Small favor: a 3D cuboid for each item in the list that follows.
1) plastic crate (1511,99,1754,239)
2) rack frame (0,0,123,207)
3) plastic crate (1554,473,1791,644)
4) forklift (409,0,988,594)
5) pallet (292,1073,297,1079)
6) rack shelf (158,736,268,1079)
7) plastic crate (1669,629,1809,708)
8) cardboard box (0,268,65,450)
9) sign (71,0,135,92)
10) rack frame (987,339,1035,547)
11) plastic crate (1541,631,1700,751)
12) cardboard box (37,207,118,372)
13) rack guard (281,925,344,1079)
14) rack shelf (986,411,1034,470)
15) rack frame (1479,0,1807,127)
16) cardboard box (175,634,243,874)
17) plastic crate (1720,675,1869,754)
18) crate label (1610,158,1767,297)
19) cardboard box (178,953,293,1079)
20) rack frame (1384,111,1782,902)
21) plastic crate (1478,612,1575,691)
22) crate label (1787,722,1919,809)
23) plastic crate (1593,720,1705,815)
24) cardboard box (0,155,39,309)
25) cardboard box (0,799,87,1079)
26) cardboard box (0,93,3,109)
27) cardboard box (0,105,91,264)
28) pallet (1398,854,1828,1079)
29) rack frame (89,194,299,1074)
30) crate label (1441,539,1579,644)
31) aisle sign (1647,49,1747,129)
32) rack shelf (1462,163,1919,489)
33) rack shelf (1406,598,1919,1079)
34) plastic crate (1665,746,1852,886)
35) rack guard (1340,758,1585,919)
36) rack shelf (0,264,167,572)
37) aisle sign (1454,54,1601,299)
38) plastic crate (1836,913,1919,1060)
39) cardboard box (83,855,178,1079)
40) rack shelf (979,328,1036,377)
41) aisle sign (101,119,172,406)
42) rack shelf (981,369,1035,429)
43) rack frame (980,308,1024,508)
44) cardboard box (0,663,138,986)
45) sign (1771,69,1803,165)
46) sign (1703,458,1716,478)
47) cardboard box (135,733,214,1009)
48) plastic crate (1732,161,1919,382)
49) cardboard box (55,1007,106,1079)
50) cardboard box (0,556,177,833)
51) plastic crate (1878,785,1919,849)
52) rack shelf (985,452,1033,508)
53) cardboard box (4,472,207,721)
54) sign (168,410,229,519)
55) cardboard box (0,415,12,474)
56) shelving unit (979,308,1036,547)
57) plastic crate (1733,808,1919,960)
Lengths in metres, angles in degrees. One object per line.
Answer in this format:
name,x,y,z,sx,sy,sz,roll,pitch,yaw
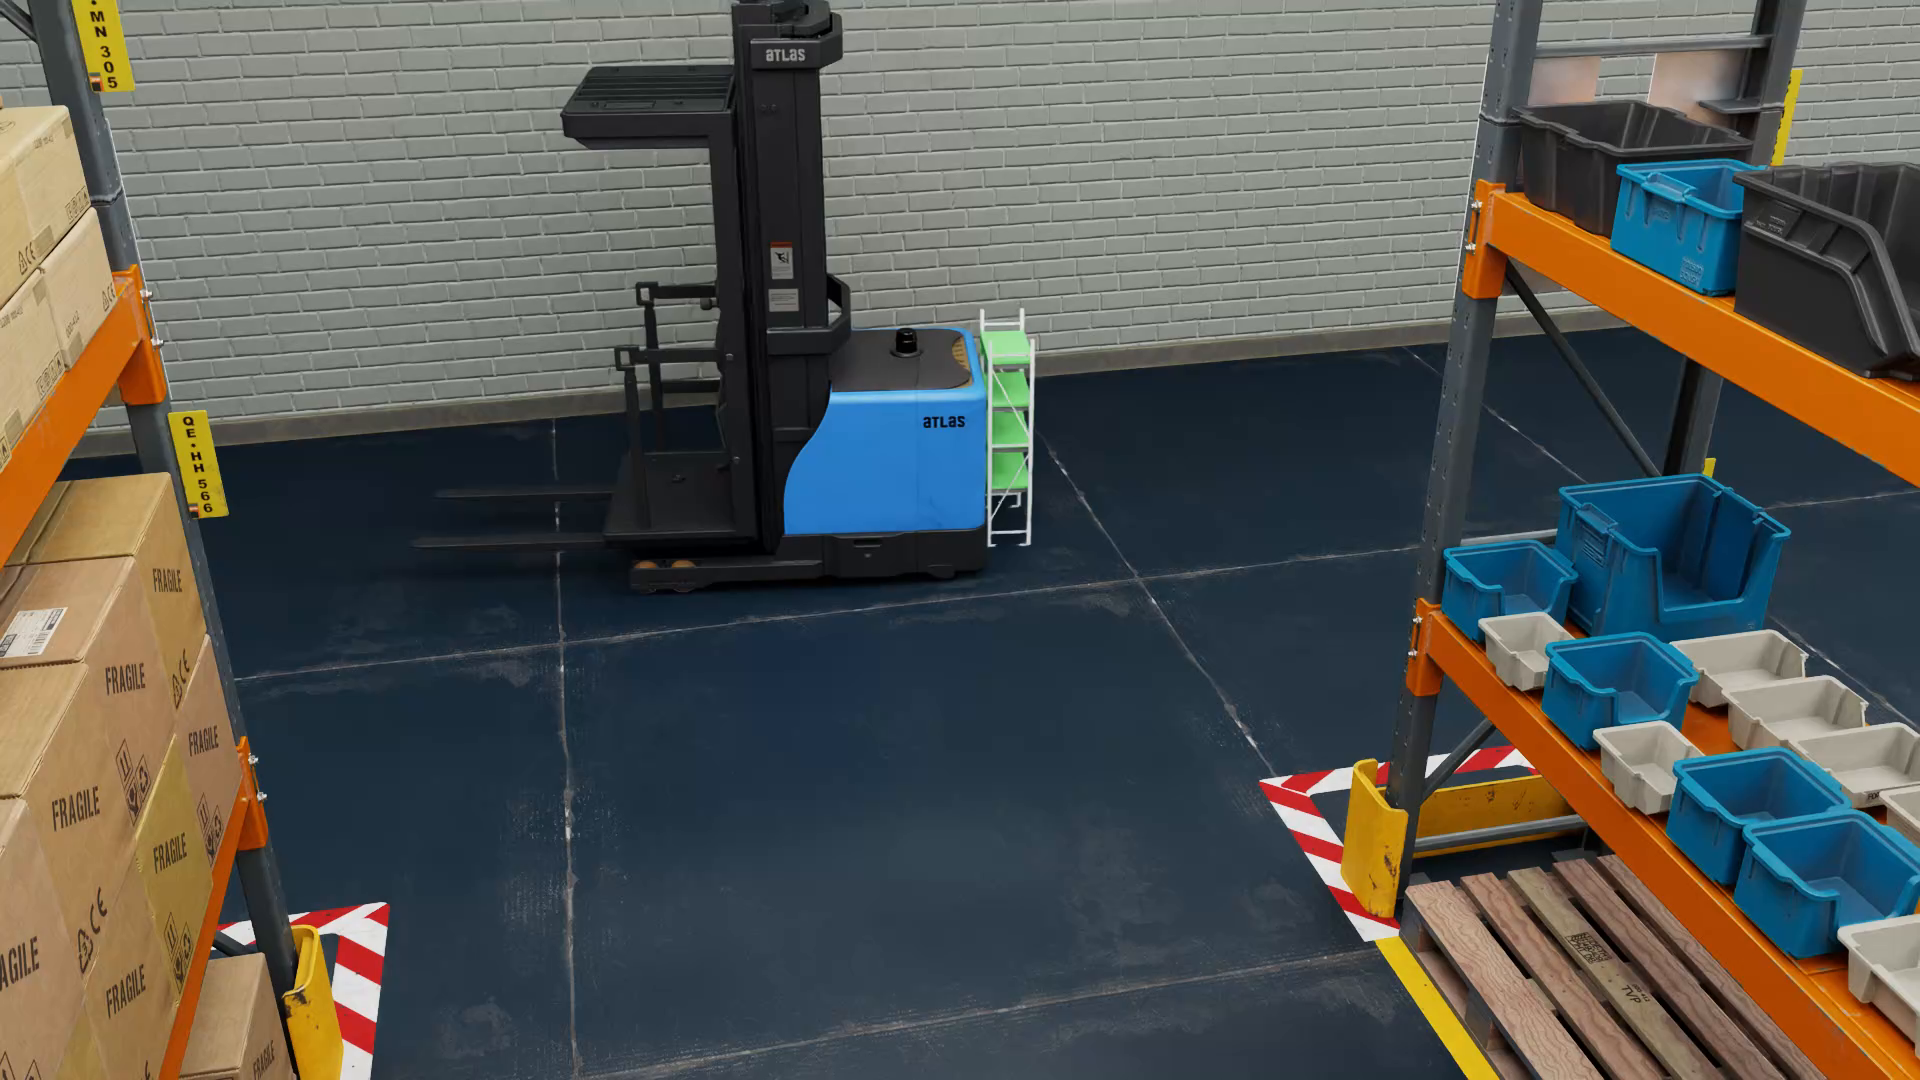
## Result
plastic crate,1.943,-1.091,4.898,0.497,0.269,0.590,-6,27,-12
rack frame,-2.699,-2.184,3.590,1.000,3.000,0.127,-6,27,-12
plastic crate,2.385,0.078,5.660,0.616,0.435,0.499,-6,27,-12
forklift,-1.395,-1.274,8.522,3.031,2.935,1.130,-2,27,-4
pallet,-2.501,2.122,4.811,1.003,0.211,1.213,-6,27,-12
rack shelf,-2.248,1.693,3.365,1.077,0.370,4.000,-6,27,-12
plastic crate,2.488,0.423,5.308,0.396,0.136,0.243,-6,27,-12
cardboard box,-2.224,-0.359,3.469,0.500,0.250,0.500,-6,27,-12
sign,-2.154,-1.288,4.161,0.100,0.325,0.005,-6,27,-12
rack frame,0.269,-0.505,8.919,0.240,1.200,0.015,-2,27,-4
plastic crate,2.011,0.472,5.106,0.416,0.233,0.300,-6,27,-12
cardboard box,-2.326,-0.579,3.906,0.500,0.250,0.500,-6,27,-12
rack guard,-2.682,1.643,5.439,1.175,0.500,0.348,-6,27,-12
rack shelf,0.250,-0.558,9.165,0.258,0.148,0.480,-2,27,-4
rack frame,2.128,-2.685,4.583,1.000,3.000,0.127,-6,27,-12
cardboard box,-2.333,0.619,4.585,0.500,0.500,0.500,-5,27,-10
plastic crate,2.539,0.552,5.053,0.396,0.136,0.243,-6,27,-12
crate label,2.021,-0.842,4.425,0.408,0.251,0.502,-6,27,-12
cardboard box,-2.337,1.627,4.983,0.500,0.500,0.500,-6,27,-12
rack frame,2.128,-0.007,5.935,1.000,3.000,0.127,-6,27,-12
plastic crate,1.854,0.375,5.405,0.250,0.136,0.298,-6,27,-12
crate label,2.626,0.672,4.816,0.396,0.136,0.243,-6,27,-12
plastic crate,2.007,0.673,4.815,0.250,0.136,0.298,-6,27,-12
cardboard box,-2.222,-0.582,3.357,0.500,0.250,0.500,-6,27,-12
cardboard box,-1.979,0.845,3.026,0.500,0.500,0.500,-5,27,-10
cardboard box,-2.567,-1.112,3.575,0.700,0.500,0.500,-6,27,-12
cardboard box,-2.335,-0.801,3.792,0.500,0.250,0.500,-6,27,-12
pallet,2.276,1.604,5.838,1.003,0.211,1.213,-6,27,-12
rack frame,-2.699,0.494,4.942,1.000,3.000,0.127,-6,27,-12
crate label,1.863,0.183,5.678,0.416,0.233,0.303,-6,27,-12
aisle sign,2.397,-1.229,5.471,0.394,0.787,0.004,-6,27,-12
rack shelf,2.578,-0.147,3.682,1.077,0.370,4.000,-6,27,-12
rack shelf,2.578,1.192,4.358,1.077,0.370,4.000,-6,27,-12
plastic crate,2.159,0.761,4.533,0.416,0.233,0.300,-6,27,-12
rack guard,2.110,1.100,6.517,1.175,0.500,0.348,-6,27,-12
rack shelf,-2.248,0.354,2.689,1.077,0.370,4.000,-6,27,-12
aisle sign,1.822,-1.169,5.352,0.394,0.787,0.004,-6,27,-12
plastic crate,2.344,1.106,3.956,0.293,0.136,0.466,-6,27,-12
cardboard box,-2.106,1.066,3.699,0.500,0.500,0.500,-6,27,-11
rack shelf,0.250,-0.986,8.949,0.258,0.148,0.480,-2,27,-4
aisle sign,-2.416,-0.727,4.477,0.394,0.787,0.004,-6,27,-12
rack shelf,0.250,-0.772,9.057,0.258,0.148,0.480,-2,27,-4
rack frame,0.231,-0.724,9.353,0.240,1.200,0.015,-2,27,-4
cardboard box,-2.095,0.619,3.473,0.500,0.500,0.500,-5,27,-10
sign,2.660,-1.363,5.408,0.100,0.325,0.005,-6,27,-12
sign,2.660,-0.143,6.023,0.100,0.325,0.005,-6,27,-12
cardboard box,-2.213,0.846,4.134,0.500,0.500,0.500,-6,27,-11
plastic crate,2.204,-0.620,3.889,0.504,0.338,0.767,-6,27,-12
cardboard box,-1.992,1.287,3.261,0.500,0.500,0.500,-6,27,-12
cardboard box,-2.216,0.392,3.923,0.500,0.500,0.500,-5,27,-10
plastic crate,2.710,0.800,4.562,0.298,0.136,0.250,-6,27,-12
rack shelf,0.250,-0.343,9.273,0.258,0.148,0.480,-2,27,-4
cardboard box,-2.331,0.171,4.362,0.500,0.500,0.500,-6,27,-12
sign,-2.154,-0.211,4.704,0.100,0.325,0.005,-6,27,-12
cardboard box,-2.099,-0.140,3.037,0.500,0.250,0.500,-6,27,-12
shelving unit,0.250,-0.615,9.136,0.258,1.200,0.503,-2,27,-4
plastic crate,2.227,0.892,4.272,0.416,0.233,0.300,-6,27,-12
